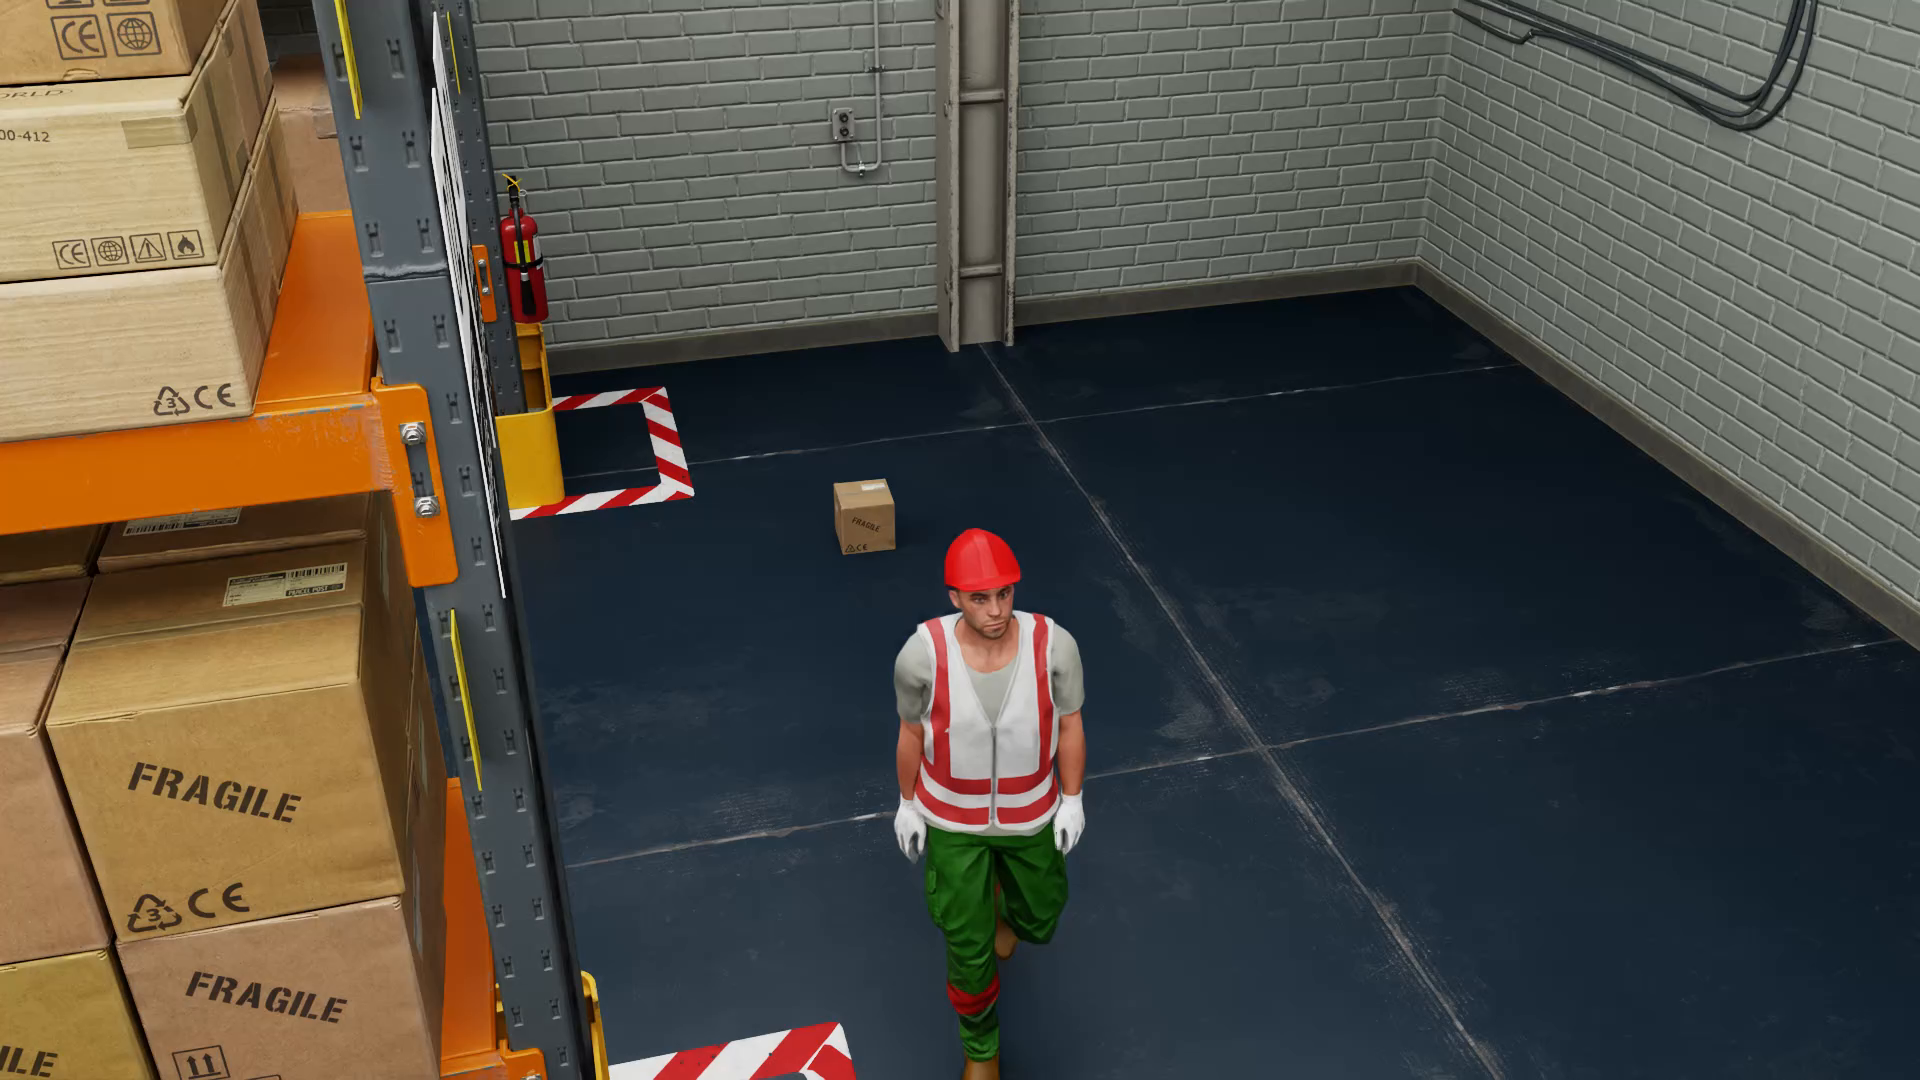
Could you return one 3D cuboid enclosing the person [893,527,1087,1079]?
[{"bbox_3d":[0.084,0.749,4.784,0.551,1.770,0.789,-3,30,-6],"label":"person"}]
